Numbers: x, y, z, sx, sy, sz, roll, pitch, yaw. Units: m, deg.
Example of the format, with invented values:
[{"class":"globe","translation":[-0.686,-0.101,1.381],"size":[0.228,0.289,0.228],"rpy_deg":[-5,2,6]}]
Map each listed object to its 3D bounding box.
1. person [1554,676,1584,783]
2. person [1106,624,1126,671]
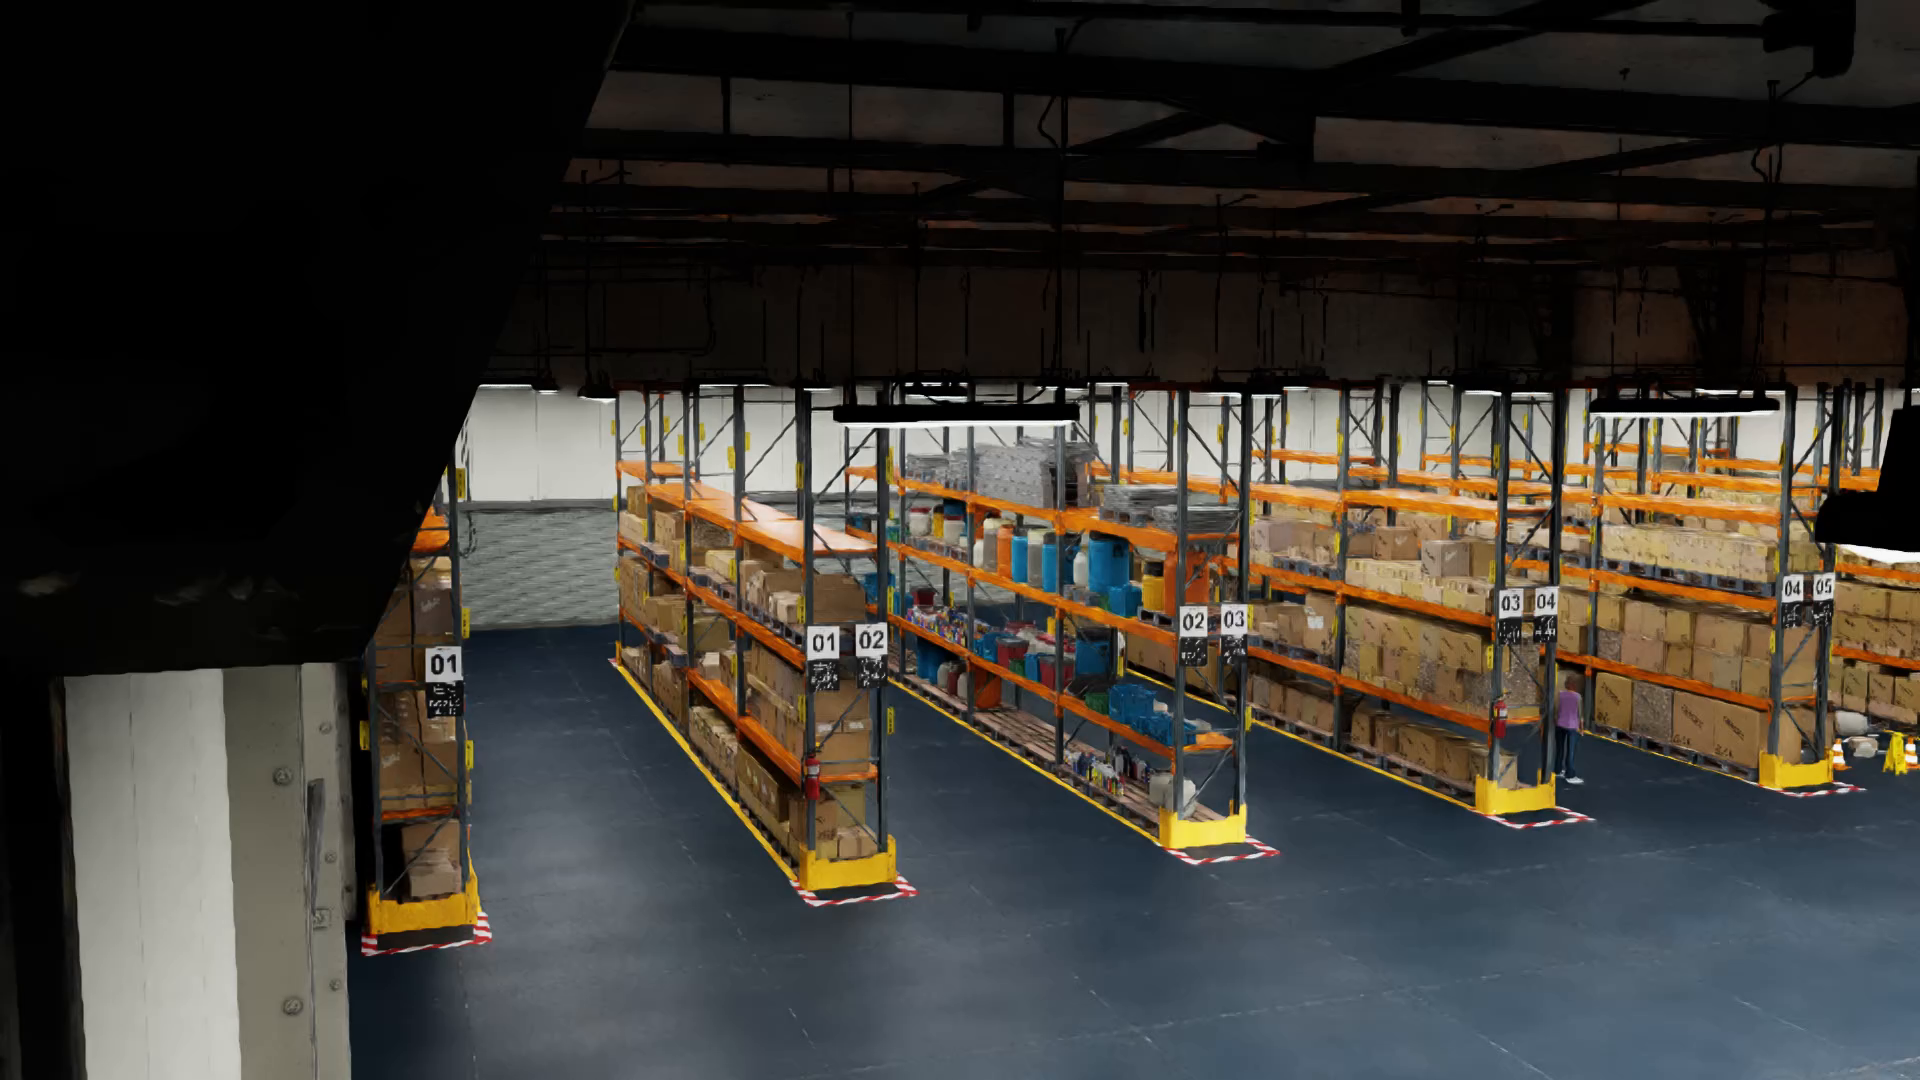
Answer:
[{"class":"person","translation":[9.252,2.855,25.248],"size":[0.504,1.603,0.419],"rpy_deg":[6,8,42]},{"class":"person","translation":[2.706,2.279,30.368],"size":[0.719,1.714,0.578],"rpy_deg":[-2,6,-20]}]
